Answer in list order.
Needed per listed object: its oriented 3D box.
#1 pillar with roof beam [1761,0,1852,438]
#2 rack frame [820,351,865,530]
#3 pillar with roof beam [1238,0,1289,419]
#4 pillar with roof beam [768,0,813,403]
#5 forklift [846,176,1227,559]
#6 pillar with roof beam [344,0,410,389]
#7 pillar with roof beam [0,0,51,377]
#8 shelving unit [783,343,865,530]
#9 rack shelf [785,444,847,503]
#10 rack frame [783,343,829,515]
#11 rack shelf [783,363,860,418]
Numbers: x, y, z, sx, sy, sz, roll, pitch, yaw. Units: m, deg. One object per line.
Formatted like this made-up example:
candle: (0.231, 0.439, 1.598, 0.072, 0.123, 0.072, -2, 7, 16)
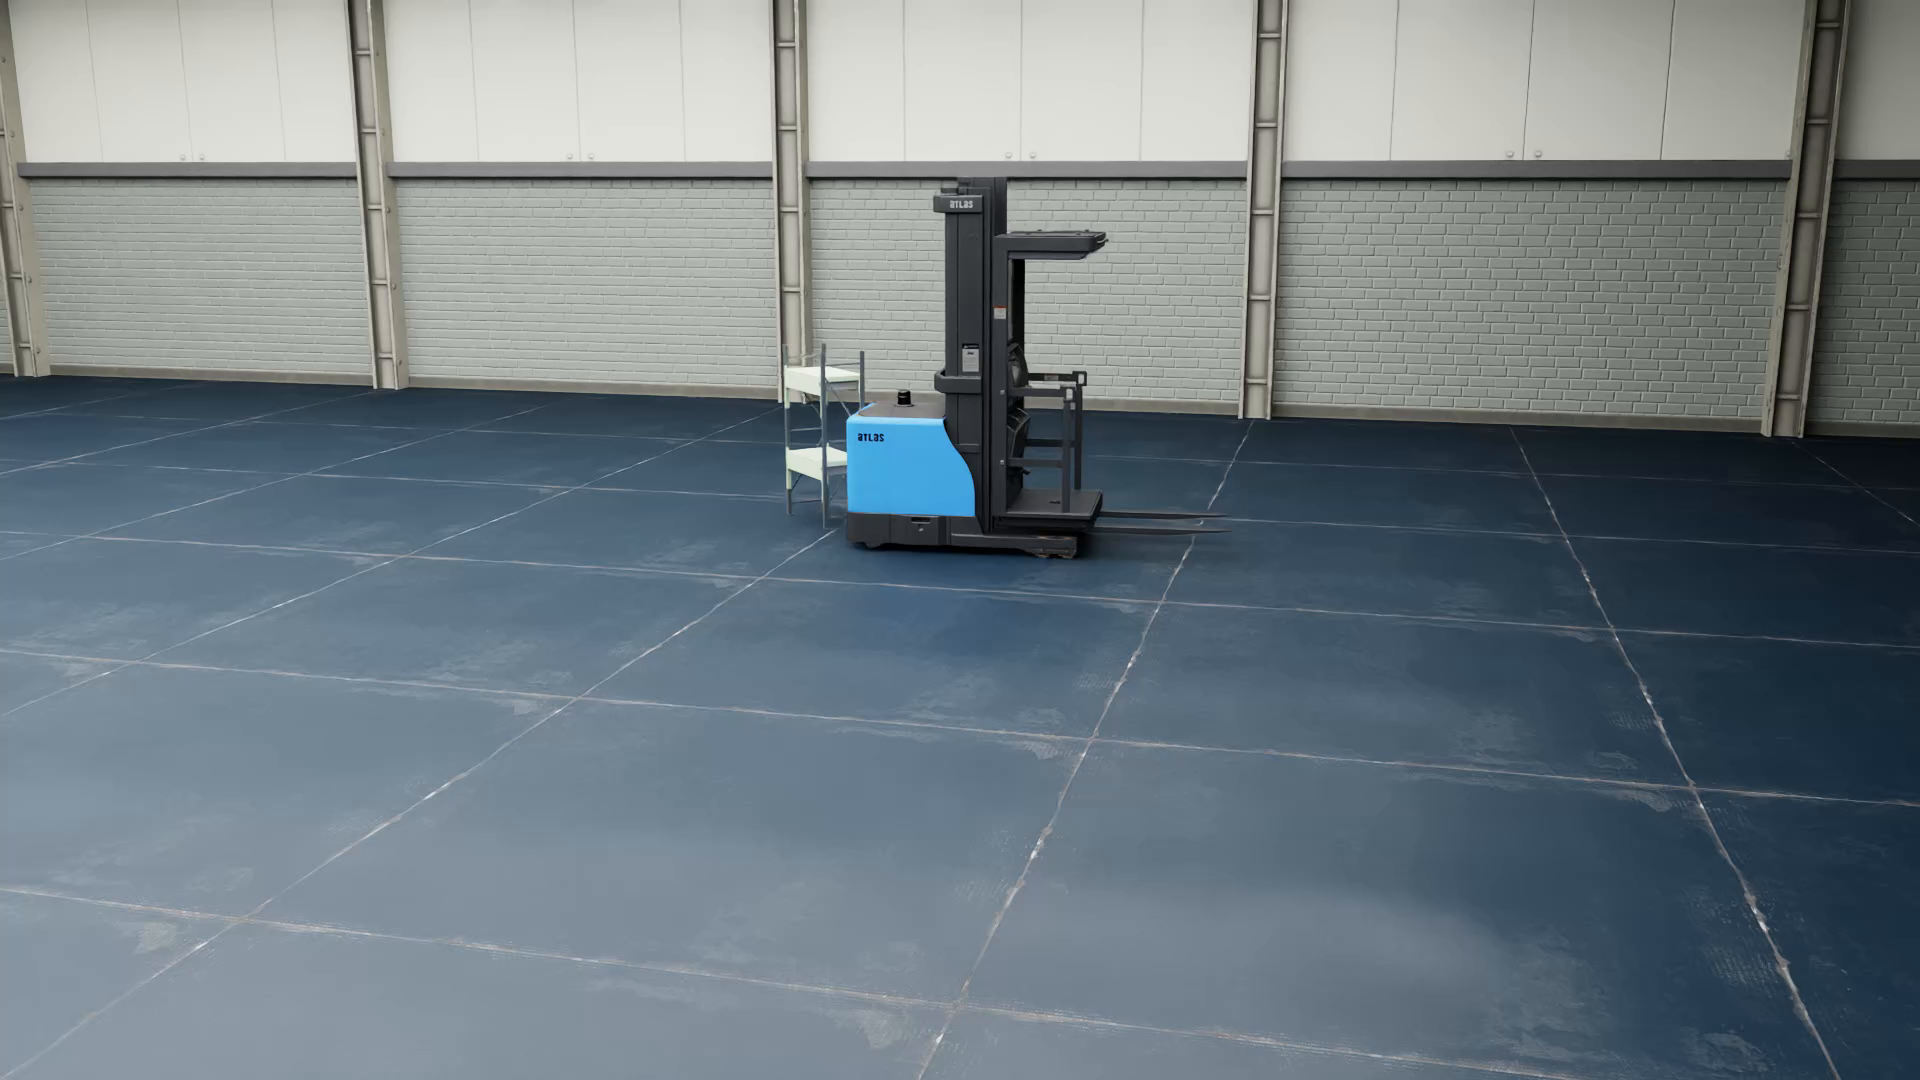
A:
pillar with roof beam: (8.450, -4.698, 14.133, 0.400, 9.000, 9.100, 3, 13, 14)
rack frame: (-0.982, -0.837, 14.043, 0.400, 1.500, 0.023, -7, 14, -30)
pillar with roof beam: (2.625, -5.009, 15.537, 0.400, 9.000, 9.100, 3, 13, 14)
pillar with roof beam: (-3.200, -5.321, 16.940, 0.400, 9.000, 9.100, 3, 13, 14)
forklift: (0.647, -1.408, 13.312, 3.031, 2.935, 1.130, 2, 13, 9)
pillar with roof beam: (-9.026, -5.632, 18.344, 0.400, 9.000, 9.100, 3, 13, 14)
pillar with roof beam: (-14.851, -5.944, 19.747, 0.400, 9.000, 9.100, 3, 13, 14)
shelving unit: (-1.167, -0.905, 14.351, 0.431, 1.500, 0.755, -7, 14, -30)
rack shelf: (-1.167, -0.587, 14.422, 0.431, 0.370, 0.720, -7, 14, -30)
rack frame: (-1.352, -0.974, 14.659, 0.400, 1.500, 0.023, -7, 14, -30)
rack shelf: (-1.167, -1.286, 14.266, 0.431, 0.370, 0.720, -7, 14, -30)
